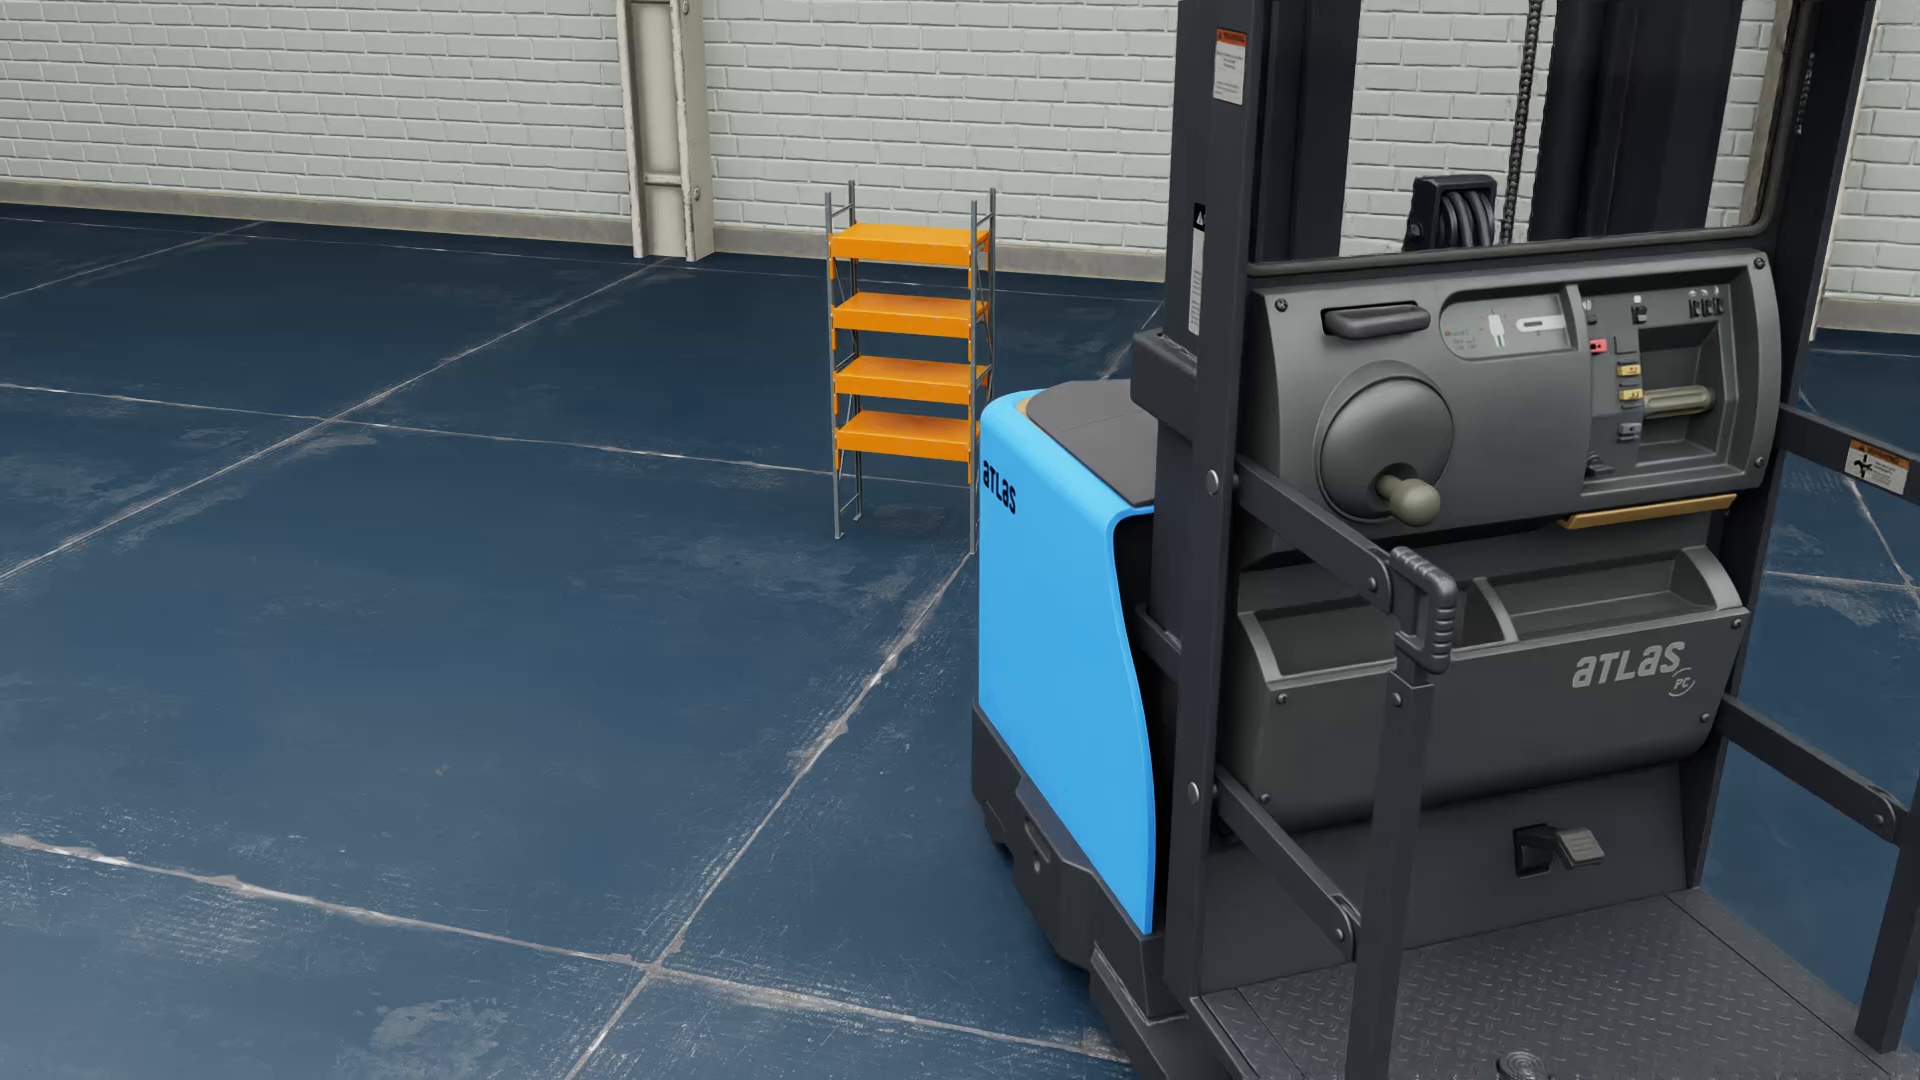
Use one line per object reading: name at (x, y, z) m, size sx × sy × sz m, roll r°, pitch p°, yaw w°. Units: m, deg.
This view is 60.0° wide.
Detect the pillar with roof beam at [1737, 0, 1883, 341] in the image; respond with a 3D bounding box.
pillar with roof beam at (2.799, -3.652, 2.816) m, size 0.400 × 9.000 × 9.100 m, roll 7°, pitch 23°, yaw 16°

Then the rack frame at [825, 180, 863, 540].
rack frame at (-0.392, -0.600, 5.652) m, size 0.015 × 1.200 × 0.240 m, roll 7°, pitch 23°, yaw 16°

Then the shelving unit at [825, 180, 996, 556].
shelving unit at (-0.158, -0.573, 5.587) m, size 0.503 × 1.200 × 0.258 m, roll 7°, pitch 23°, yaw 16°

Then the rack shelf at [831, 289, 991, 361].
rack shelf at (-0.158, -0.718, 5.527) m, size 0.480 × 0.148 × 0.258 m, roll 7°, pitch 23°, yaw 16°

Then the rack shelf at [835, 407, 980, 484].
rack shelf at (-0.158, -0.327, 5.687) m, size 0.480 × 0.148 × 0.258 m, roll 7°, pitch 23°, yaw 16°

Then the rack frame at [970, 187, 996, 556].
rack frame at (0.075, -0.547, 5.521) m, size 0.015 × 1.200 × 0.240 m, roll 7°, pitch 23°, yaw 16°

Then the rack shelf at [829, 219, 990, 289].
rack shelf at (-0.158, -0.937, 5.437) m, size 0.480 × 0.148 × 0.258 m, roll 7°, pitch 23°, yaw 16°

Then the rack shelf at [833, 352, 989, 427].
rack shelf at (-0.158, -0.511, 5.612) m, size 0.480 × 0.148 × 0.258 m, roll 7°, pitch 23°, yaw 16°

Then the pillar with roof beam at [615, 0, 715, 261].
pillar with roof beam at (-2.946, -4.310, 4.419) m, size 0.400 × 9.000 × 9.100 m, roll 7°, pitch 23°, yaw 16°

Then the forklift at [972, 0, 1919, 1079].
forklift at (0.974, -0.220, 2.445) m, size 1.130 × 2.935 × 3.031 m, roll -7°, pitch 23°, yaw -17°
